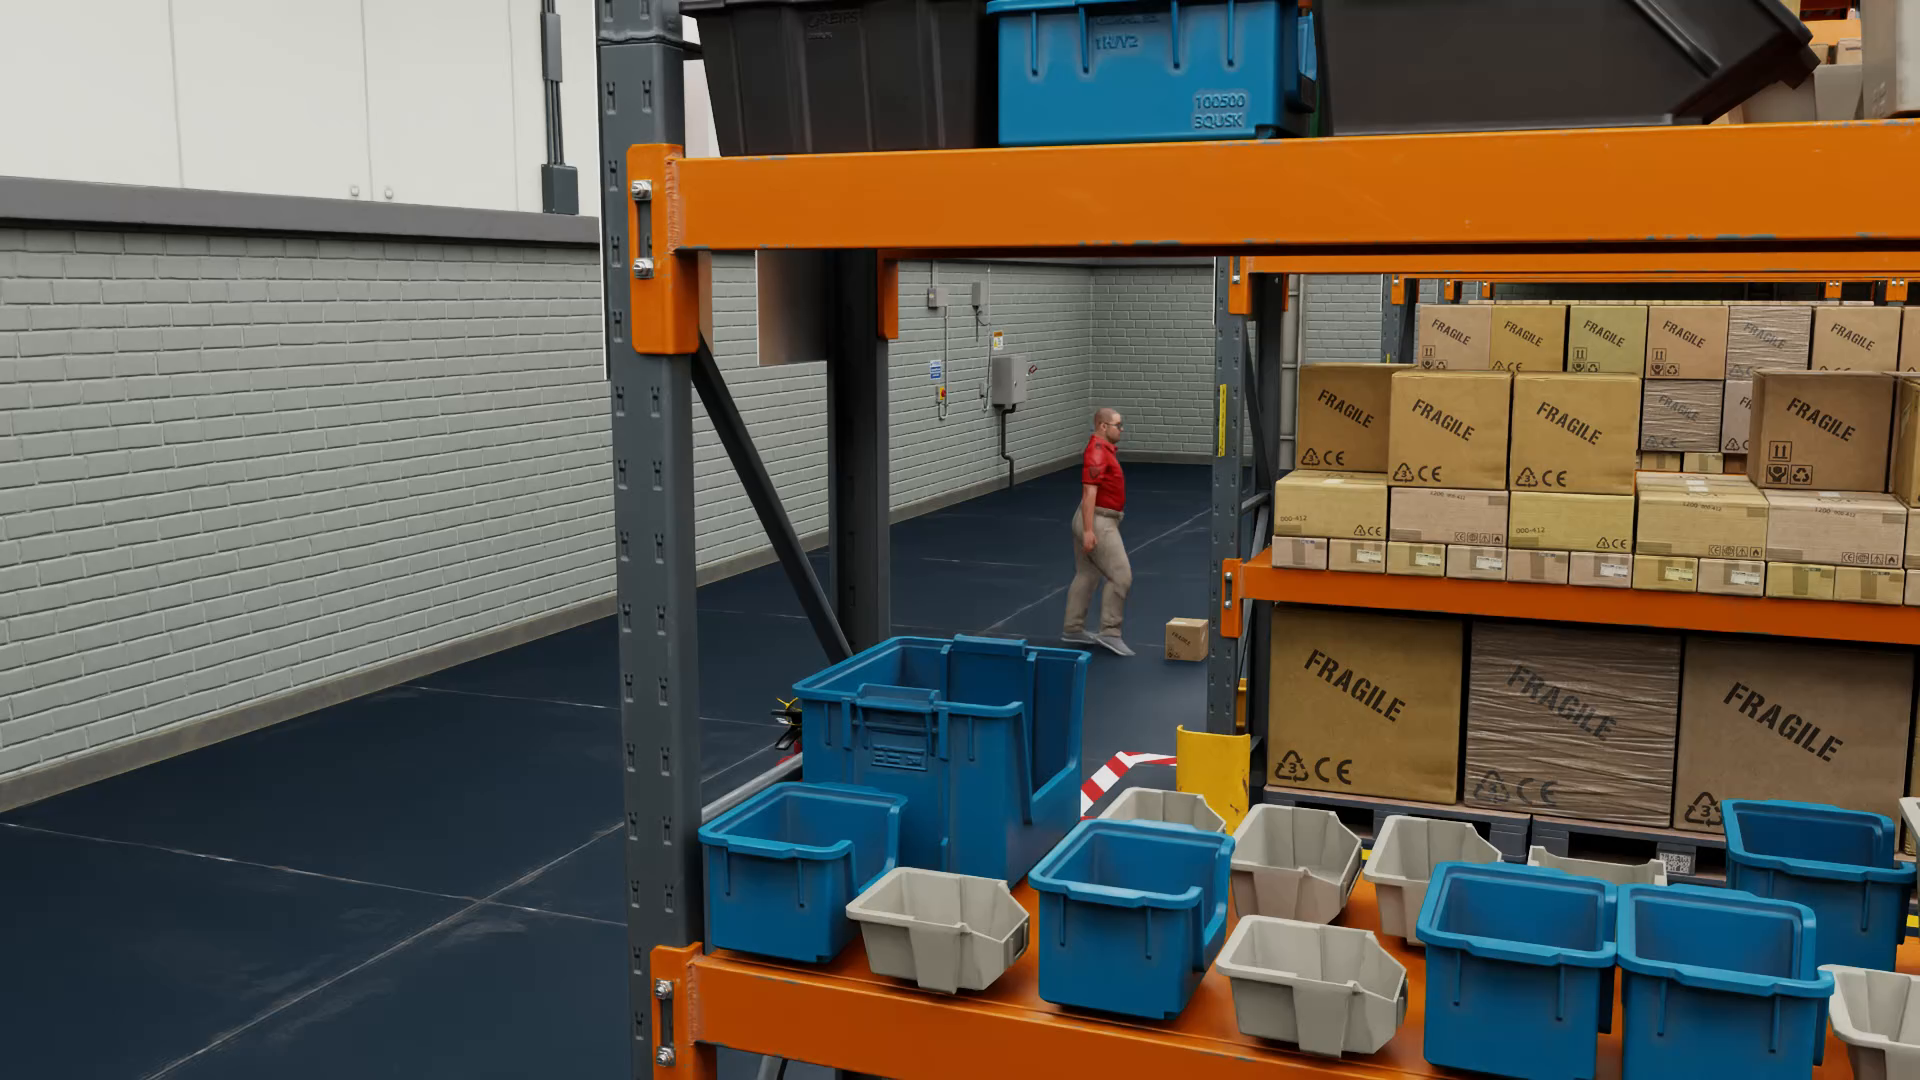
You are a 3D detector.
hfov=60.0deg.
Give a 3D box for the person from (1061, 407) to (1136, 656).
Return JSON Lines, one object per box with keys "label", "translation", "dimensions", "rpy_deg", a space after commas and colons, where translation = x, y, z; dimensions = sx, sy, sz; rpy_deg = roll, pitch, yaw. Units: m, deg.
{"label": "person", "translation": [0.998, -0.049, 11.857], "dimensions": [0.521, 1.792, 0.553], "rpy_deg": [0, 9, -2]}
